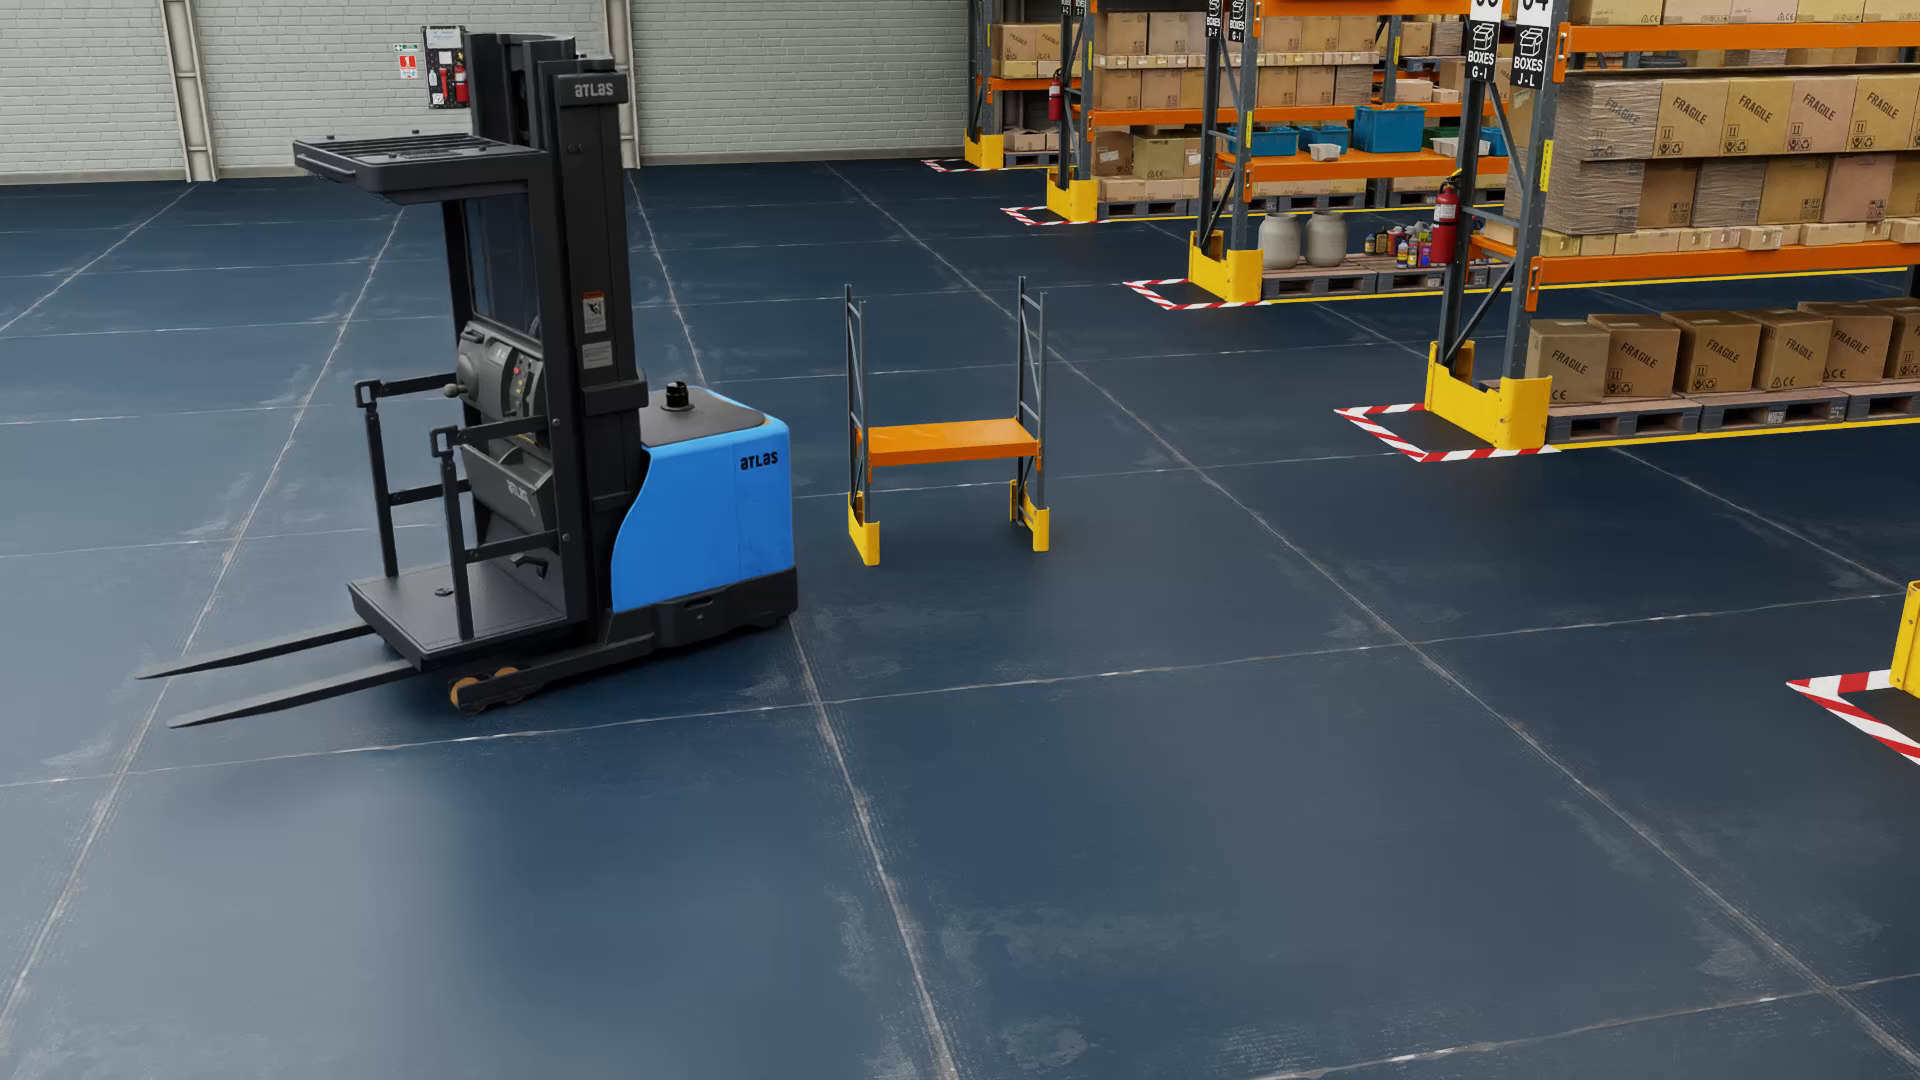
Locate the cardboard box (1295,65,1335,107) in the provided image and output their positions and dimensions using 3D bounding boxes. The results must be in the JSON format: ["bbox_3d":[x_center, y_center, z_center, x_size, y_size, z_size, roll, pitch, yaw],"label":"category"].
[{"bbox_3d":[4.386,-5.826,21.212,0.500,0.500,0.700,-5,21,-13],"label":"cardboard box"}]

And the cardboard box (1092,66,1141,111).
[{"bbox_3d":[1.893,-5.623,20.658,0.500,0.500,0.700,-5,21,-12],"label":"cardboard box"}]

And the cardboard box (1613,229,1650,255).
[{"bbox_3d":[4.538,-2.080,11.497,0.250,0.149,0.380,-5,21,-12],"label":"cardboard box"}]

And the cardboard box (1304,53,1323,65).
[{"bbox_3d":[4.362,-6.057,20.899,0.250,0.149,0.380,-5,21,-13],"label":"cardboard box"}]

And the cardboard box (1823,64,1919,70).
[{"bbox_3d":[6.621,-3.209,12.183,0.500,0.500,0.500,-5,21,-12],"label":"cardboard box"}]

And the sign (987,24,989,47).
[{"bbox_3d":[0.417,-7.426,24.467,0.005,0.325,0.100,-5,21,-12],"label":"sign"}]

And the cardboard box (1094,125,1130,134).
[{"bbox_3d":[2.266,-6.345,25.770,0.500,0.500,0.700,-6,21,-16],"label":"cardboard box"}]

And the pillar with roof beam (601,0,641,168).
[{"bbox_3d":[-4.074,-8.447,19.792,0.400,9.000,9.100,-5,21,-12],"label":"pillar with roof beam"}]

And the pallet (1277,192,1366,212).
[{"bbox_3d":[4.545,-4.502,21.797,1.213,0.211,1.003,-5,21,-12],"label":"pallet"}]

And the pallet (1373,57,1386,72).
[{"bbox_3d":[6.160,-7.574,26.409,1.213,0.211,1.003,-5,21,-12],"label":"pallet"}]

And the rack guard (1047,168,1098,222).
[{"bbox_3d":[1.412,-4.368,21.011,0.348,0.500,1.175,-5,21,-12],"label":"rack guard"}]

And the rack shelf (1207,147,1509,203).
[{"bbox_3d":[4.518,-3.705,16.615,4.000,0.370,1.077,-5,21,-12],"label":"rack shelf"}]

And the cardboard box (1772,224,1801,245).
[{"bbox_3d":[5.738,-2.202,11.831,0.250,0.149,0.380,-5,21,-12],"label":"cardboard box"}]

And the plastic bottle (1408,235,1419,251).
[{"bbox_3d":[4.691,-3.051,17.212,0.097,0.201,0.097,0,20,0],"label":"plastic bottle"}]

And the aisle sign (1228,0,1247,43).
[{"bbox_3d":[2.569,-5.002,15.329,0.004,0.787,0.394,-5,21,-12],"label":"aisle sign"}]

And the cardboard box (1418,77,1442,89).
[{"bbox_3d":[6.141,-5.928,21.832,0.258,0.266,0.396,-5,21,-14],"label":"cardboard box"}]

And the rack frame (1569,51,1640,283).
[{"bbox_3d":[6.464,-4.202,16.924,0.127,3.000,1.000,-5,21,-12],"label":"rack frame"}]

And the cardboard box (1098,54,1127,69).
[{"bbox_3d":[1.867,-5.854,20.346,0.250,0.149,0.380,-5,21,-13],"label":"cardboard box"}]

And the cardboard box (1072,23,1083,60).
[{"bbox_3d":[1.813,-7.504,25.038,0.500,0.500,0.500,-5,21,-14],"label":"cardboard box"}]

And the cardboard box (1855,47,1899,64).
[{"bbox_3d":[12.601,-6.775,23.192,0.500,0.500,0.700,-13,24,-31],"label":"cardboard box"}]

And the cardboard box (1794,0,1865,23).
[{"bbox_3d":[5.729,-3.640,11.249,0.500,0.250,0.500,-4,21,-11],"label":"cardboard box"}]

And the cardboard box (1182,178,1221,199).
[{"bbox_3d":[2.981,-4.498,21.119,0.500,0.250,0.500,-5,21,-12],"label":"cardboard box"}]

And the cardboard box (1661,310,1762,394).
[{"bbox_3d":[5.510,-1.396,12.289,0.500,0.500,0.500,-3,20,-7],"label":"cardboard box"}]

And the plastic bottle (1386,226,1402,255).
[{"bbox_3d":[4.510,-3.116,17.279,0.135,0.276,0.152,-4,21,-12],"label":"plastic bottle"}]

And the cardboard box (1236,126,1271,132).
[{"bbox_3d":[3.832,-5.107,21.692,0.500,0.500,0.500,-5,21,-12],"label":"cardboard box"}]

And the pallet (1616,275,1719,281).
[{"bbox_3d":[7.220,-2.967,17.608,1.213,0.211,1.003,-5,21,-12],"label":"pallet"}]

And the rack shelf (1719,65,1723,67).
[{"bbox_3d":[13.916,-7.971,28.261,4.000,0.370,1.077,-5,21,-12],"label":"rack shelf"}]

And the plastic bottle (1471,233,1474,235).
[{"bbox_3d":[5.219,-2.969,16.867,0.133,0.283,0.061,-5,21,-12],"label":"plastic bottle"}]

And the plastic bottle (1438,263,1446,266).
[{"bbox_3d":[4.839,-2.885,16.656,0.097,0.271,0.097,0,20,0],"label":"plastic bottle"}]

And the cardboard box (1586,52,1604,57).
[{"bbox_3d":[10.109,-8.104,26.971,0.500,0.500,0.500,-4,21,-11],"label":"cardboard box"}]

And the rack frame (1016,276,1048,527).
[{"bbox_3d":[0.412,-0.738,9.648,0.032,1.500,0.500,-5,21,-12],"label":"rack frame"}]

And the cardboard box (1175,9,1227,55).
[{"bbox_3d":[2.945,-6.320,20.675,0.500,0.500,0.700,-5,21,-12],"label":"cardboard box"}]

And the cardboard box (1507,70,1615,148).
[{"bbox_3d":[4.190,-3.009,11.638,0.500,0.500,0.500,-5,21,-12],"label":"cardboard box"}]

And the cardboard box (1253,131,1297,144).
[{"bbox_3d":[3.952,-4.932,21.214,0.500,0.500,0.500,-5,21,-12],"label":"cardboard box"}]

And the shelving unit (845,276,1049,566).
[{"bbox_3d":[-0.074,-0.698,9.540,1.083,1.500,0.587,-5,21,-12],"label":"shelving unit"}]

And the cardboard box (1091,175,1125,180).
[{"bbox_3d":[1.889,-4.591,21.373,0.500,0.250,0.500,-5,21,-12],"label":"cardboard box"}]

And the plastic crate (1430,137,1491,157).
[{"bbox_3d":[4.942,-3.864,16.387,0.437,0.136,0.530,-5,21,-12],"label":"plastic crate"}]

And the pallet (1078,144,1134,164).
[{"bbox_3d":[2.350,-6.046,26.012,1.213,0.211,1.003,-5,21,-12],"label":"pallet"}]

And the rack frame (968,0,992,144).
[{"bbox_3d":[0.292,-7.201,25.112,0.127,3.000,1.000,-5,21,-12],"label":"rack frame"}]

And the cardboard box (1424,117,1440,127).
[{"bbox_3d":[7.389,-6.793,26.992,0.500,0.500,0.700,-4,21,-12],"label":"cardboard box"}]

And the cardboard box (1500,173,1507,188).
[{"bbox_3d":[7.274,-4.837,22.045,0.500,0.250,0.500,-4,21,-11],"label":"cardboard box"}]

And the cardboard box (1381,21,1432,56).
[{"bbox_3d":[7.084,-7.994,26.492,0.500,0.500,0.700,-7,21,-18],"label":"cardboard box"}]

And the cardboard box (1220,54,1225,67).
[{"bbox_3d":[3.120,-5.956,20.626,0.250,0.149,0.380,-5,21,-13],"label":"cardboard box"}]

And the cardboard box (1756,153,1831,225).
[{"bbox_3d":[5.698,-2.589,11.942,0.500,0.500,0.875,-5,21,-12],"label":"cardboard box"}]

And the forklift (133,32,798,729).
[{"bbox_3d":[-2.324,-0.781,7.686,3.031,2.935,1.130,-15,25,-34],"label":"forklift"}]

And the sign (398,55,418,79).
[{"bbox_3d":[-8.040,-6.896,24.227,0.234,0.329,0.001,-5,21,-12],"label":"sign"}]

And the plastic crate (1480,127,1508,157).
[{"bbox_3d":[5.450,-3.953,16.462,0.616,0.251,0.499,-5,21,-12],"label":"plastic crate"}]

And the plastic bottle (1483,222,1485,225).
[{"bbox_3d":[5.583,-3.239,17.508,0.185,0.351,0.144,-4,21,-11],"label":"plastic bottle"}]

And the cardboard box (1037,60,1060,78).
[{"bbox_3d":[1.342,-7.118,25.075,0.500,0.250,0.500,-5,21,-14],"label":"cardboard box"}]

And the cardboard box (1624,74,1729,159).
[{"bbox_3d":[4.797,-2.873,11.264,0.500,0.500,0.500,-5,21,-12],"label":"cardboard box"}]

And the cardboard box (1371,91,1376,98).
[{"bbox_3d":[6.320,-7.078,26.681,0.500,0.250,0.500,-5,21,-13],"label":"cardboard box"}]
